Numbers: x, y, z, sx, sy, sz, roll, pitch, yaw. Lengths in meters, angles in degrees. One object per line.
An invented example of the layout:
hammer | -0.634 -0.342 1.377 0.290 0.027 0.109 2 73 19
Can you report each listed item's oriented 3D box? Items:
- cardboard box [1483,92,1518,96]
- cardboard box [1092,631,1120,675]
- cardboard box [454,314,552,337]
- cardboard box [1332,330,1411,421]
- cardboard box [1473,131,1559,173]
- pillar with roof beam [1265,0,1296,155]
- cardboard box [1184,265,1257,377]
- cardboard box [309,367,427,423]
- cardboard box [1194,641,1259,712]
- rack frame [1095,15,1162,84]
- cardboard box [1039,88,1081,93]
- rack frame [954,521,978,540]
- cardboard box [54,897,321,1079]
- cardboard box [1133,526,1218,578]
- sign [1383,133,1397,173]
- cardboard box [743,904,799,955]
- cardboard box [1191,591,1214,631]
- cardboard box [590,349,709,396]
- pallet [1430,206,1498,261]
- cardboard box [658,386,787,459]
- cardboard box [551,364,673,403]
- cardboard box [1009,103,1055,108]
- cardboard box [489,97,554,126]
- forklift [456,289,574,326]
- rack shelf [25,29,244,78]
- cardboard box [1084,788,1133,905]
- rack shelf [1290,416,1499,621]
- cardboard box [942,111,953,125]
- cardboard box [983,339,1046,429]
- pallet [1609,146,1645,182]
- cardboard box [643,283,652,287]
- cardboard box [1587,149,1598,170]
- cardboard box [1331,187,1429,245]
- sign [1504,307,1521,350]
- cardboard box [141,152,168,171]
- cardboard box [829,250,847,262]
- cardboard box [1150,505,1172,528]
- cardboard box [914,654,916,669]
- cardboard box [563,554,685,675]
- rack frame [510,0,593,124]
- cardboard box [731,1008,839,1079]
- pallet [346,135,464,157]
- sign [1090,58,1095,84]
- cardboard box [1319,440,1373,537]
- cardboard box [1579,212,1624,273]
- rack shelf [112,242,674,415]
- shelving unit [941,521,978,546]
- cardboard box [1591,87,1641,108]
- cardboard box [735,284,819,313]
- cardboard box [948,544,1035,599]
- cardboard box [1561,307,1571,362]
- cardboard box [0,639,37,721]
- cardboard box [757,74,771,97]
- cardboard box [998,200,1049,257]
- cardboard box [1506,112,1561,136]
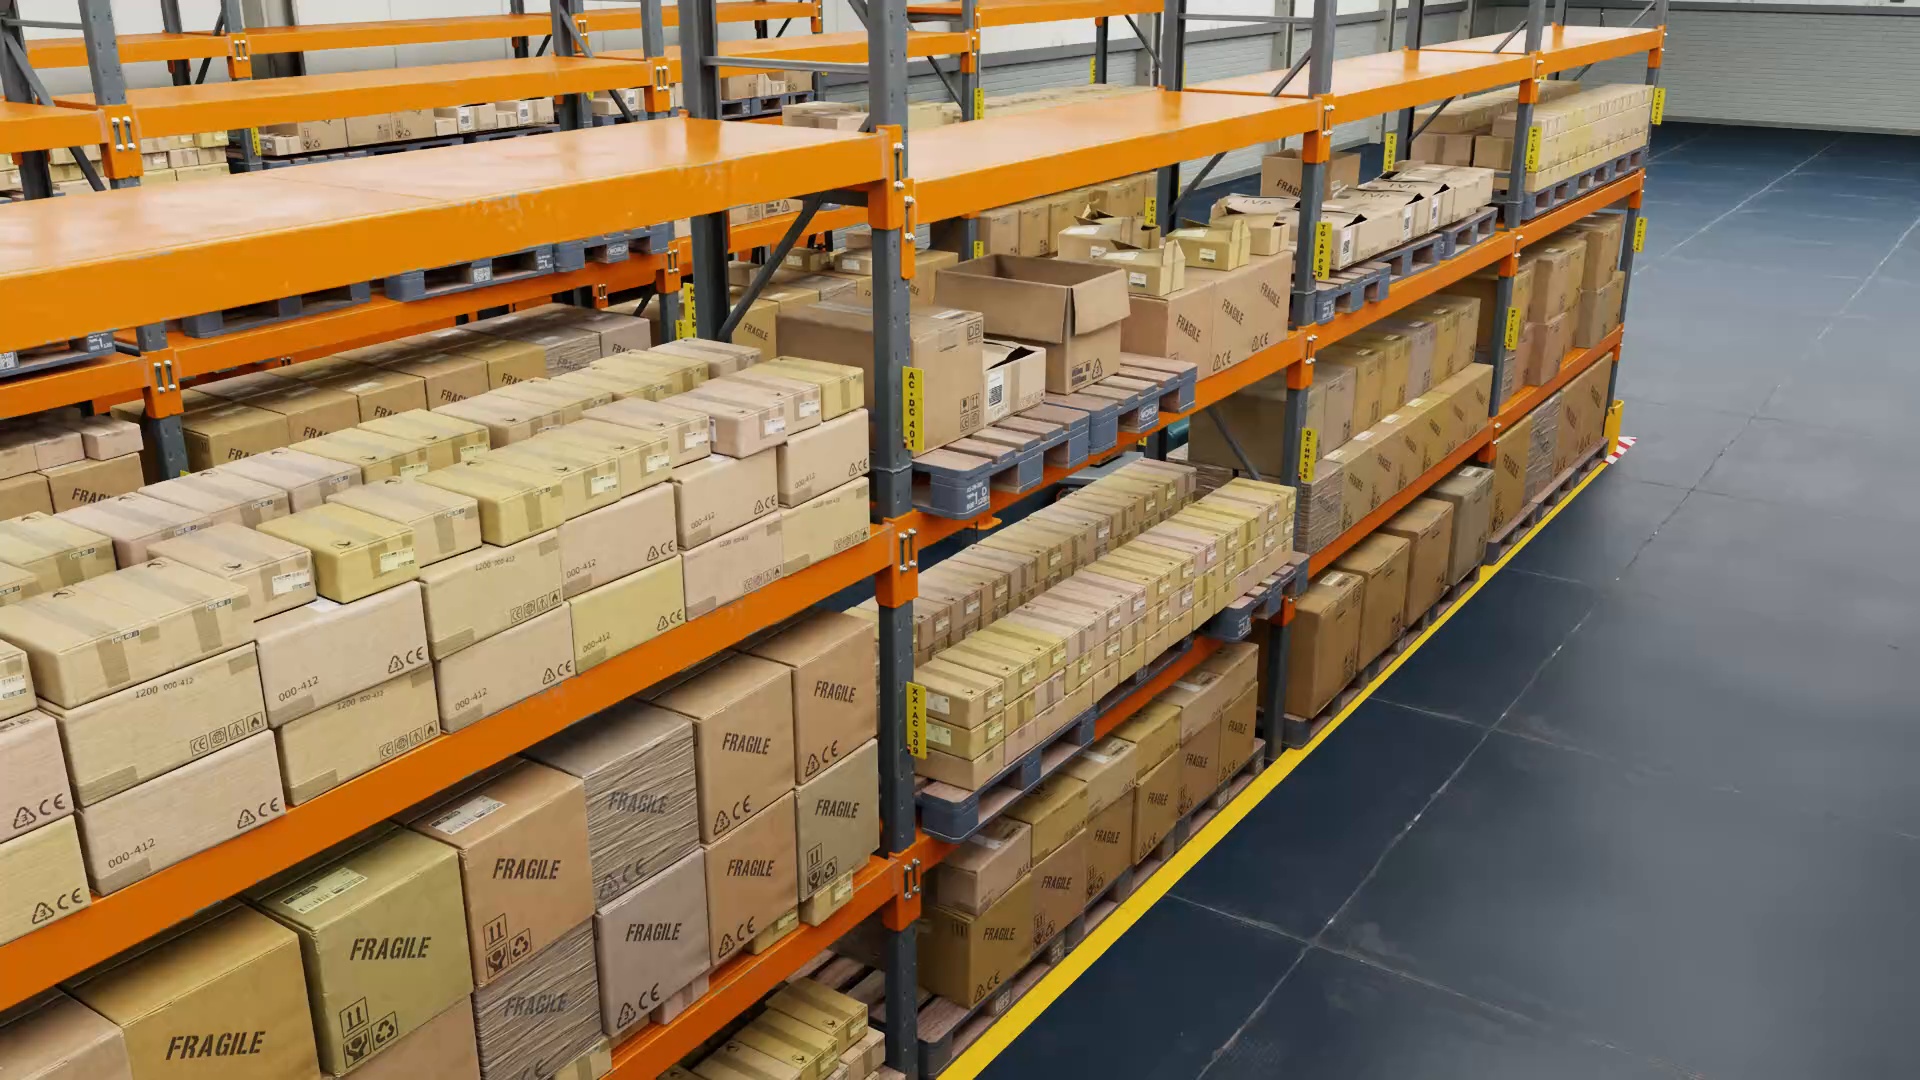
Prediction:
cardboard box | 4.801 -3.834 14.592 0.380 0.149 0.250 14 24 33
cardboard box | 0.551 0.501 8.061 0.380 0.149 0.250 14 25 34
cardboard box | -3.288 -1.317 12.064 0.500 0.500 0.500 13 24 32
cardboard box | 2.731 -1.185 11.708 0.700 0.500 0.500 13 24 31
cardboard box | 4.368 -3.056 13.065 0.500 0.250 0.500 13 24 32
pillar with roof beam | 10.395 -11.416 32.305 9.100 9.000 0.400 13 24 32
cardboard box | 1.232 -1.197 8.858 0.500 0.500 0.500 13 24 32
cardboard box | -3.754 -0.772 10.592 0.500 0.500 0.500 13 24 31
cardboard box | 1.446 0.768 9.929 0.500 0.250 0.500 13 24 31
rack frame | 1.960 -6.148 18.063 1.000 3.000 0.127 13 24 32
cardboard box | 1.069 -4.743 17.800 0.380 0.149 0.250 13 24 32
rack frame | 0.053 -0.449 14.329 0.240 0.900 0.006 13 24 32
cardboard box | -2.133 1.314 4.522 0.500 0.500 0.500 14 25 33
cardboard box | 1.139 0.061 8.823 0.380 0.149 0.250 13 24 32
sign | 3.402 -3.045 13.137 0.100 0.325 0.005 13 24 32
cardboard box | -0.856 1.450 6.530 0.380 0.149 0.250 14 25 34
cardboard box | 1.138 0.342 8.920 0.380 0.149 0.250 12 23 29
cardboard box | -1.180 -0.605 6.323 0.380 0.149 0.250 12 24 30
pallet | 3.387 -2.295 12.245 0.805 0.209 1.217 12 24 30
cardboard box | -0.827 -0.414 5.805 0.380 0.149 0.250 13 24 32
cardboard box | -1.274 -0.522 6.098 0.380 0.149 0.250 13 24 31
cardboard box | 0.704 -4.182 16.284 0.380 0.149 0.250 12 24 30
cardboard box | -4.601 -4.508 17.330 0.500 0.311 0.500 12 24 30
forklift | -3.942 -1.593 14.494 1.130 2.935 3.031 -18 27 -40
rack shelf | -7.769 -3.721 13.115 1.077 0.370 4.000 13 24 32
cardboard box | 0.579 1.555 8.883 0.500 0.500 0.500 14 24 33
rack shelf | 2.738 -0.339 12.043 1.077 0.370 4.000 13 24 32
cardboard box | -0.291 -3.984 15.747 0.380 0.149 0.250 14 24 33
cardboard box | 0.033 -0.729 7.259 0.500 0.311 0.500 13 24 31
pallet | 5.702 -3.549 15.487 1.003 0.211 1.213 13 24 32
cardboard box | -3.711 -3.000 20.116 0.500 0.250 0.500 13 24 32
cardboard box | 5.203 -3.258 14.186 0.380 0.149 0.250 14 24 33
cardboard box | 2.773 -2.168 11.004 0.500 0.311 0.500 13 24 31
sign | 4.316 -1.654 13.004 0.100 0.325 0.005 13 24 32
cardboard box | -6.975 -3.240 14.166 0.380 0.149 0.250 14 24 33
cardboard box | -1.070 -2.348 15.258 0.500 0.500 0.500 13 24 32
cardboard box | 1.025 -0.144 9.806 0.380 0.149 0.250 15 25 34
cardboard box | -0.428 0.598 7.801 0.380 0.149 0.250 13 24 32
cardboard box | -1.263 0.188 5.472 0.500 0.250 0.500 13 24 31
rack frame | -4.396 -5.968 17.575 1.000 3.000 0.127 13 24 32
cardboard box | -0.731 2.140 6.951 0.380 0.149 0.250 14 24 32
pallet | -5.711 -3.858 16.468 1.003 0.211 1.213 15 25 34
sign | 1.511 -5.257 18.718 0.100 0.325 0.005 13 24 32
cardboard box | 2.373 -0.372 10.952 0.500 0.500 0.500 13 24 31
cardboard box | 5.870 -2.876 16.092 0.875 0.550 0.550 13 24 32
rack shelf | -3.661 -1.535 10.952 1.077 0.370 4.000 13 24 32
shelving unit | -0.005 -0.420 14.250 0.258 0.900 0.210 13 24 32
cardboard box | 5.916 -3.997 15.035 0.380 0.149 0.250 14 24 33
cardboard box | -1.513 -1.811 13.807 0.500 0.500 0.500 14 24 33
cardboard box | 0.162 0.159 8.557 0.380 0.149 0.250 12 23 29
cardboard box | 4.966 -1.895 14.996 0.875 0.550 0.500 13 24 32
cardboard box | -2.355 0.316 3.831 0.380 0.149 0.250 14 25 34
cardboard box | -2.505 -5.520 20.131 0.396 0.266 0.258 13 24 32
cardboard box | 0.443 -3.069 16.370 0.700 0.500 0.500 13 24 32
cardboard box | 4.490 -3.269 13.066 0.380 0.149 0.250 13 24 31
